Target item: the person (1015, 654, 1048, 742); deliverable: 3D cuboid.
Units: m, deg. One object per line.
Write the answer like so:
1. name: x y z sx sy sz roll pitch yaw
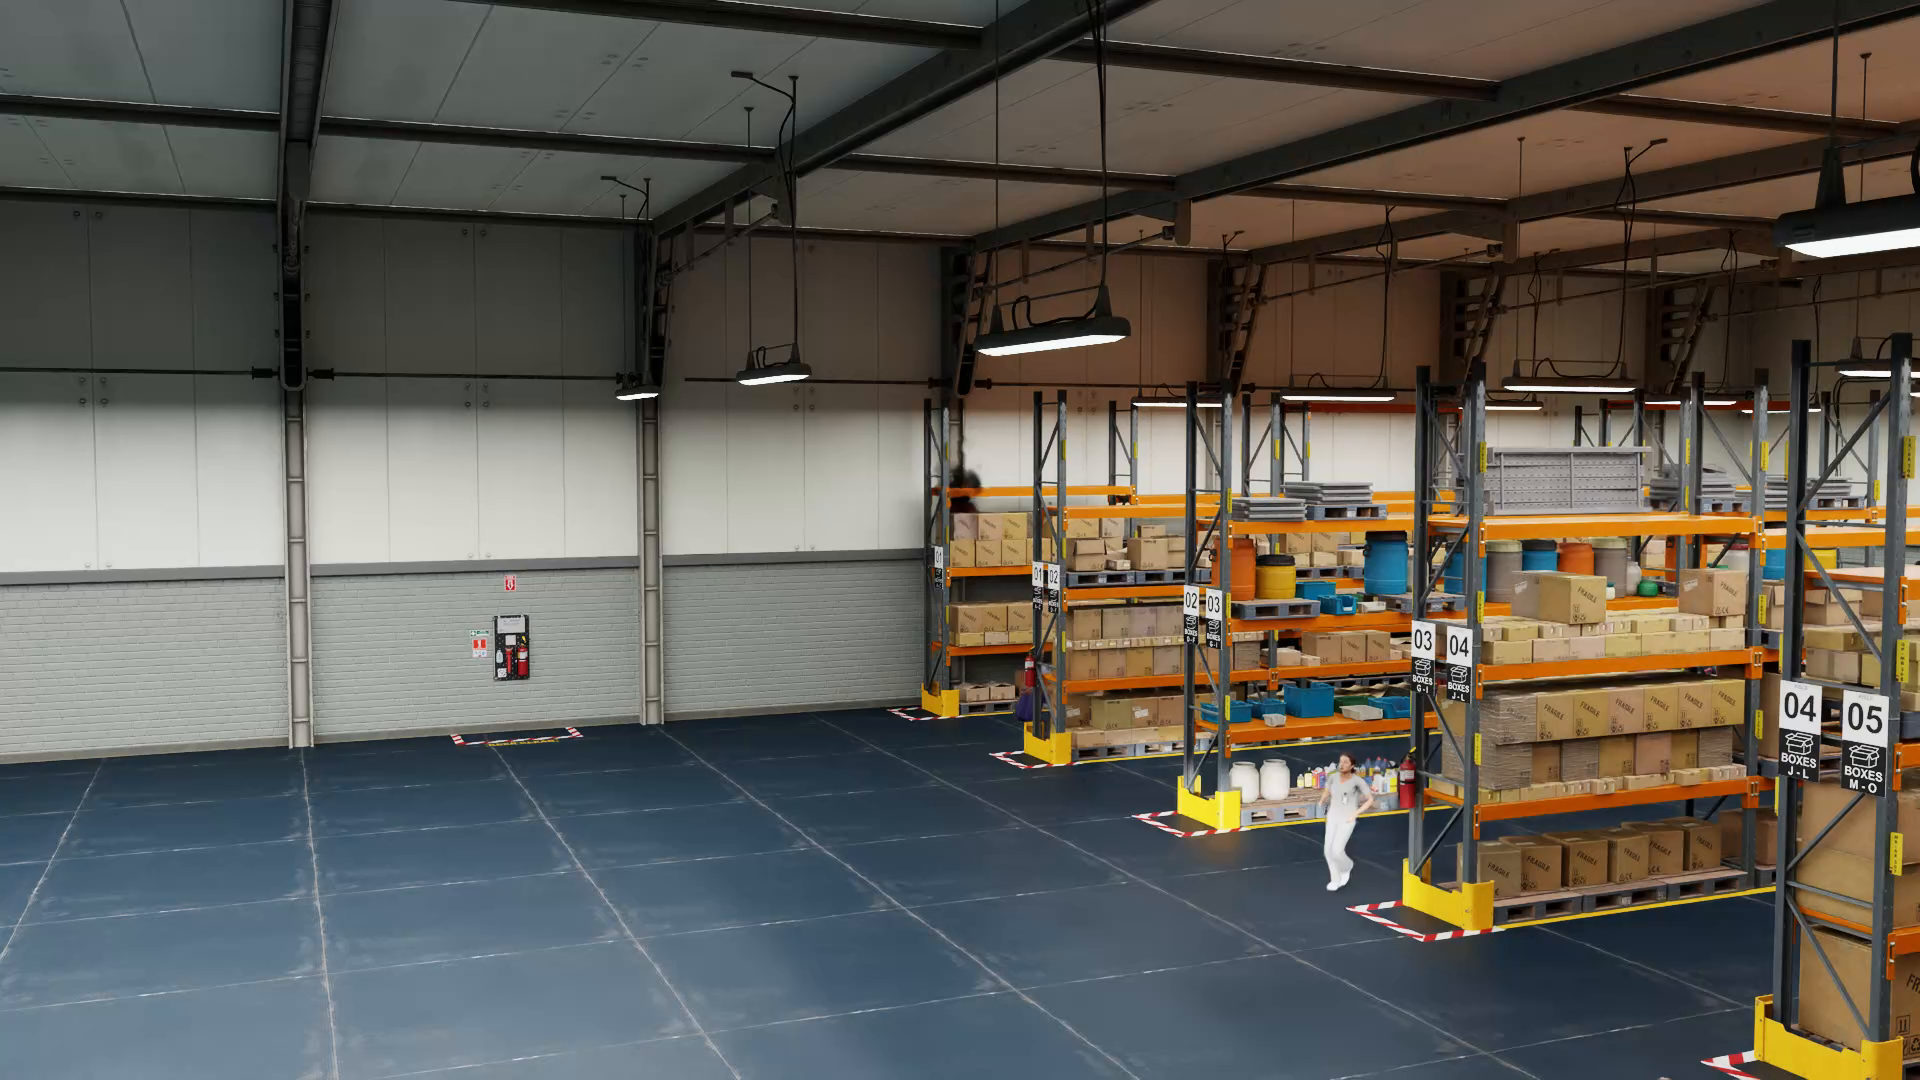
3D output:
1. person: 1.255 2.696 28.581 0.527 1.576 0.583 -2 4 -31

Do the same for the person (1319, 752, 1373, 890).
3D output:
1. person: 4.379 3.233 19.051 0.576 1.622 0.581 -3 5 -44
